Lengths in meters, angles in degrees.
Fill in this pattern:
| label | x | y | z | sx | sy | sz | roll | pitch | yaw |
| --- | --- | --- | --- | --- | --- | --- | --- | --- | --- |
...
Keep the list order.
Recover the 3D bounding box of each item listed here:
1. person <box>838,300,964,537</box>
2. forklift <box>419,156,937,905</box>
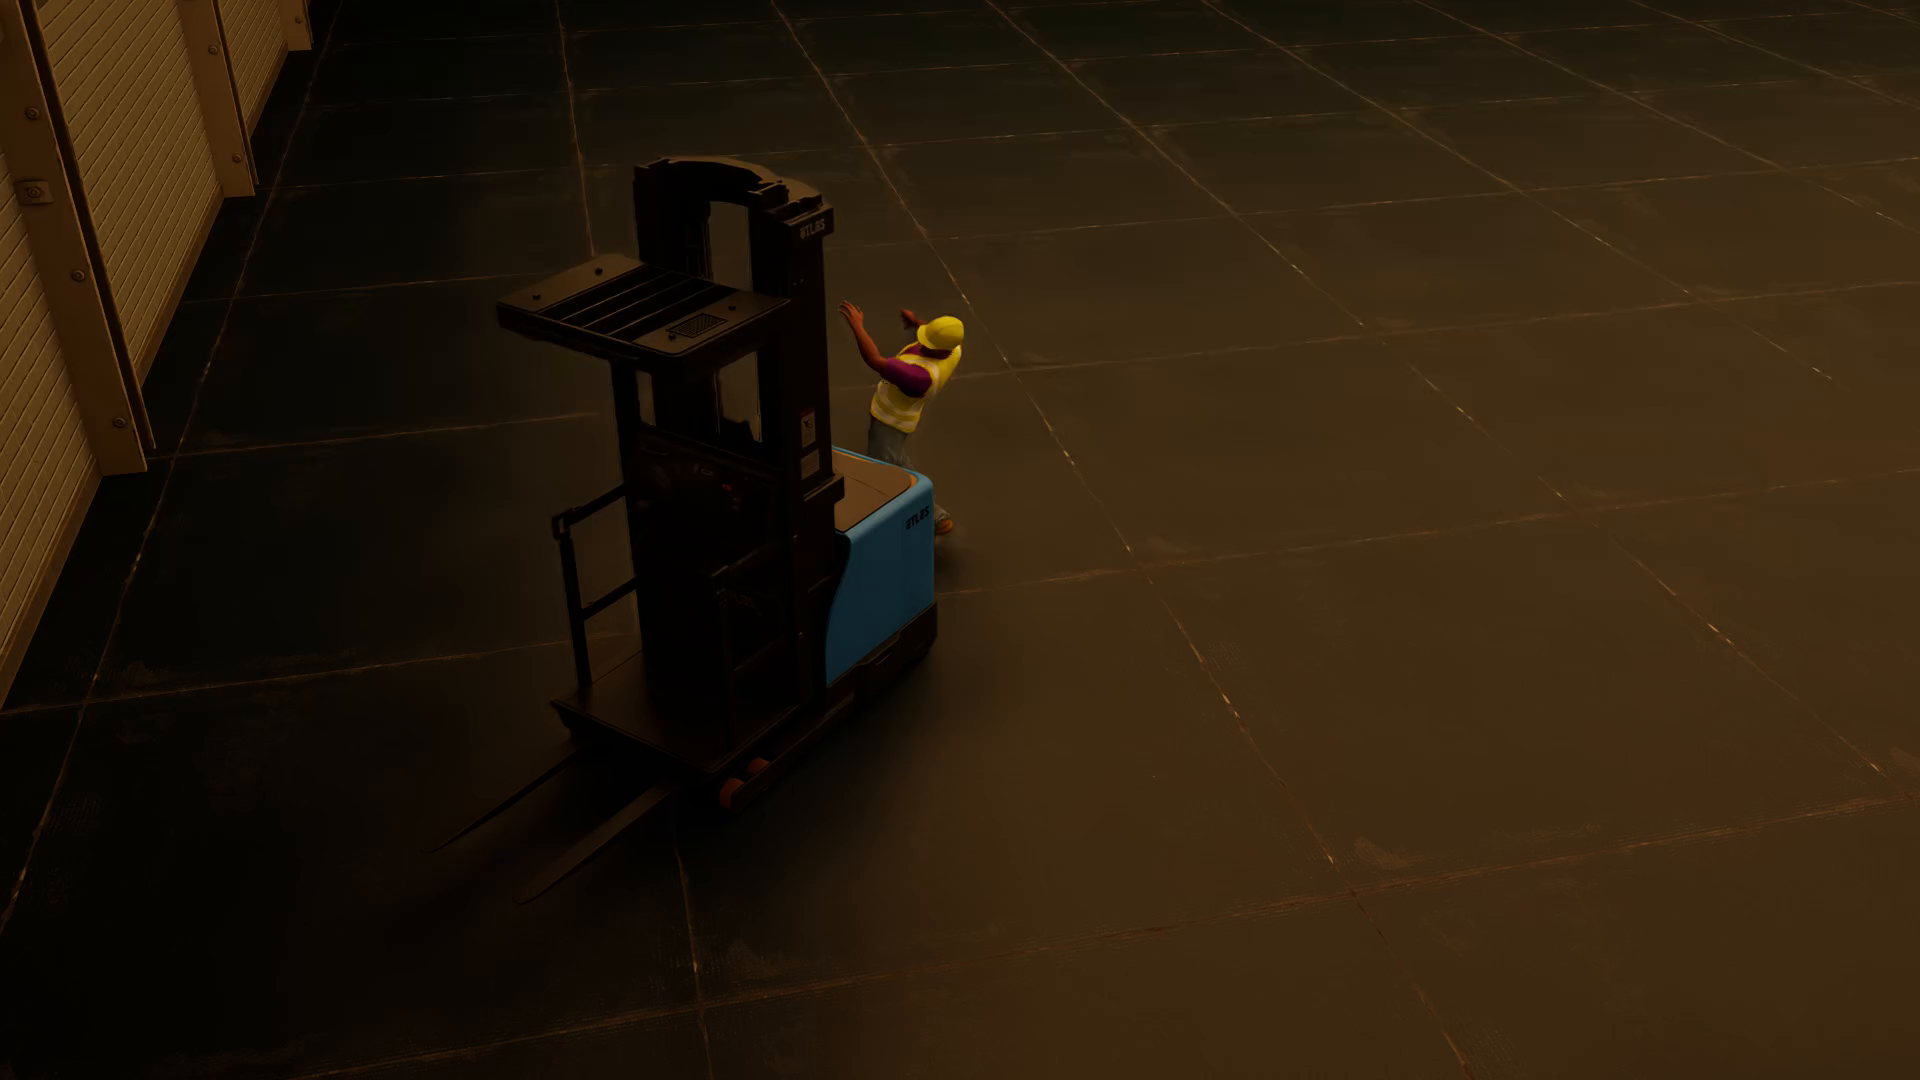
| label | x | y | z | sx | sy | sz | roll | pitch | yaw |
| --- | --- | --- | --- | --- | --- | --- | --- | --- | --- |
| person | -0.325 | -0.863 | 10.434 | 0.752 | 1.525 | 1.116 | 2 | 30 | 4 |
| forklift | -1.364 | -0.200 | 7.920 | 1.130 | 2.935 | 3.031 | 18 | 35 | 29 |
